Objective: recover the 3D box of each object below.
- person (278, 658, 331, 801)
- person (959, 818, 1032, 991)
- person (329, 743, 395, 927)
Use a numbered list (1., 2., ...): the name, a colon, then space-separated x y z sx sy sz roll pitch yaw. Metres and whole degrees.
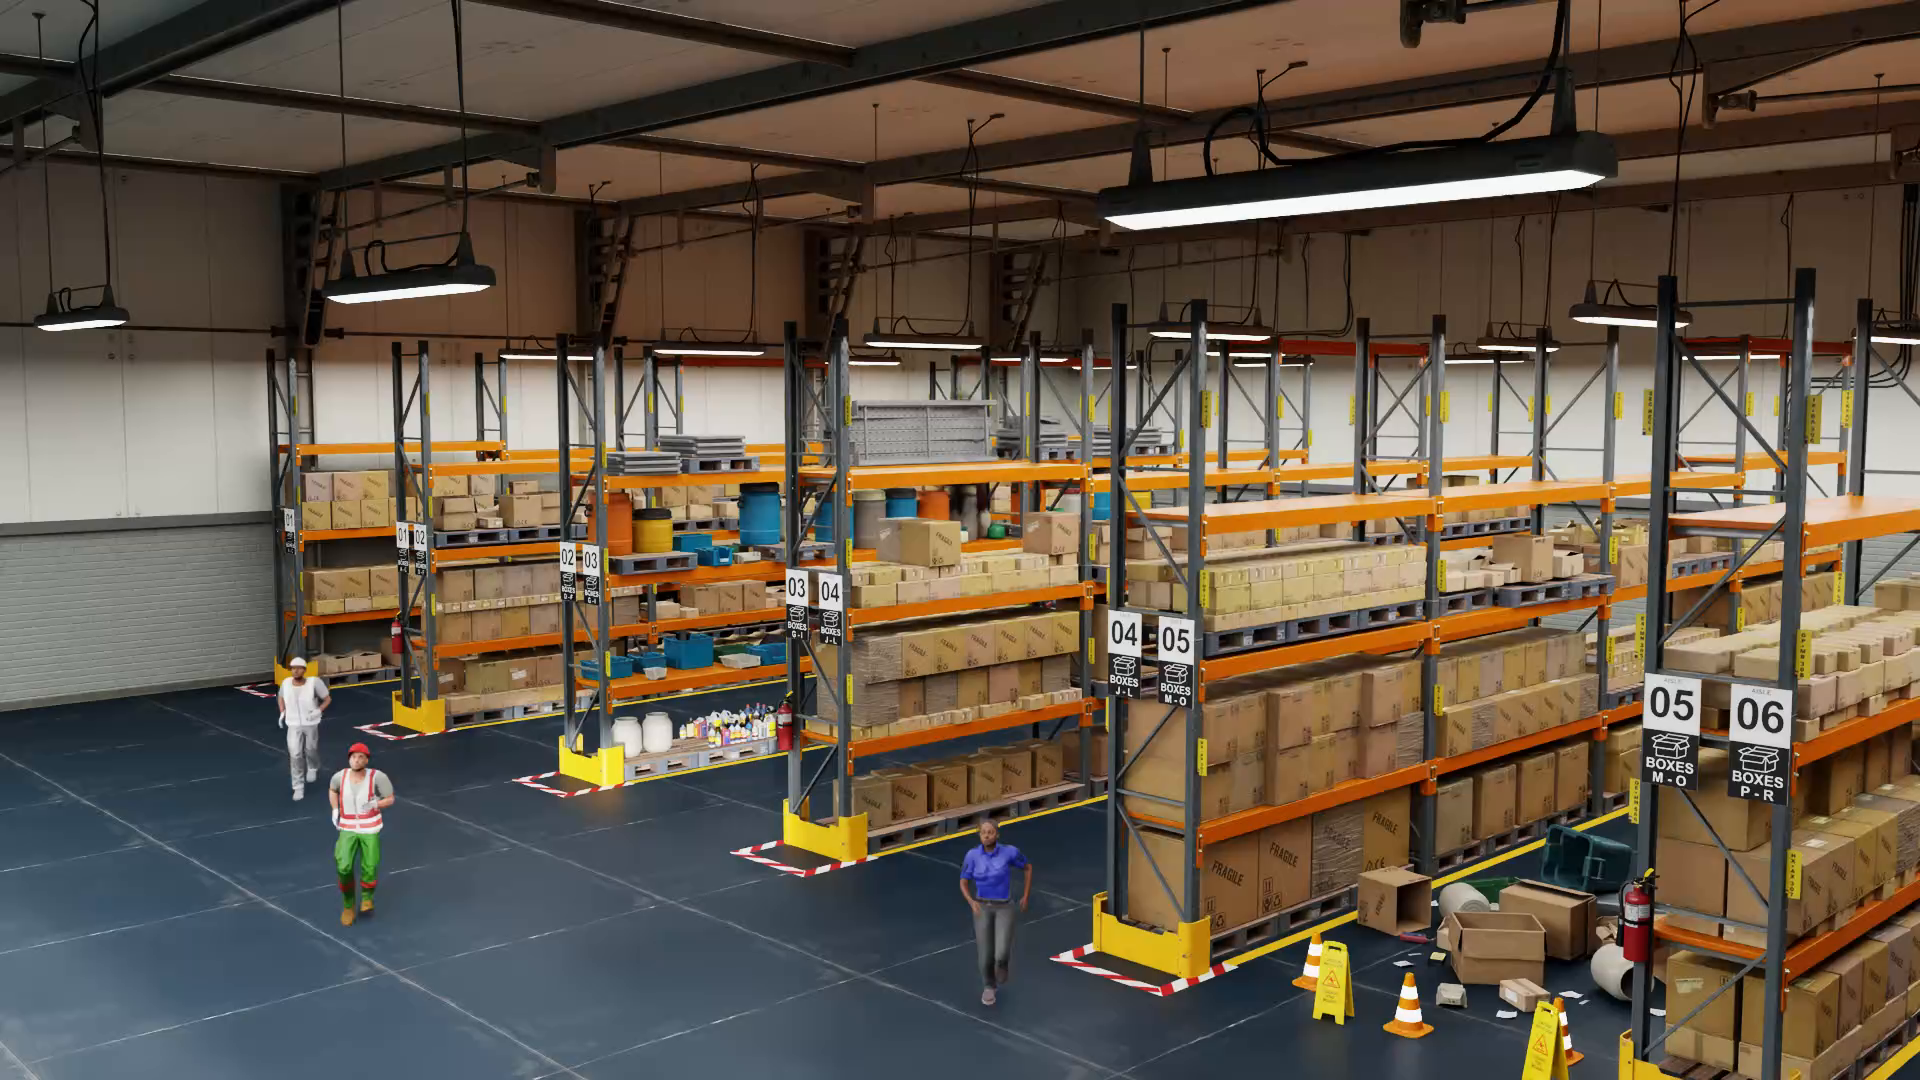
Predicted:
1. person: -8.509 2.405 21.608 0.676 1.806 0.860 -1 5 -10
2. person: 0.291 3.118 14.051 0.603 1.541 0.597 1 5 8
3. person: -5.887 2.876 16.359 0.643 1.798 0.736 -1 5 -12
